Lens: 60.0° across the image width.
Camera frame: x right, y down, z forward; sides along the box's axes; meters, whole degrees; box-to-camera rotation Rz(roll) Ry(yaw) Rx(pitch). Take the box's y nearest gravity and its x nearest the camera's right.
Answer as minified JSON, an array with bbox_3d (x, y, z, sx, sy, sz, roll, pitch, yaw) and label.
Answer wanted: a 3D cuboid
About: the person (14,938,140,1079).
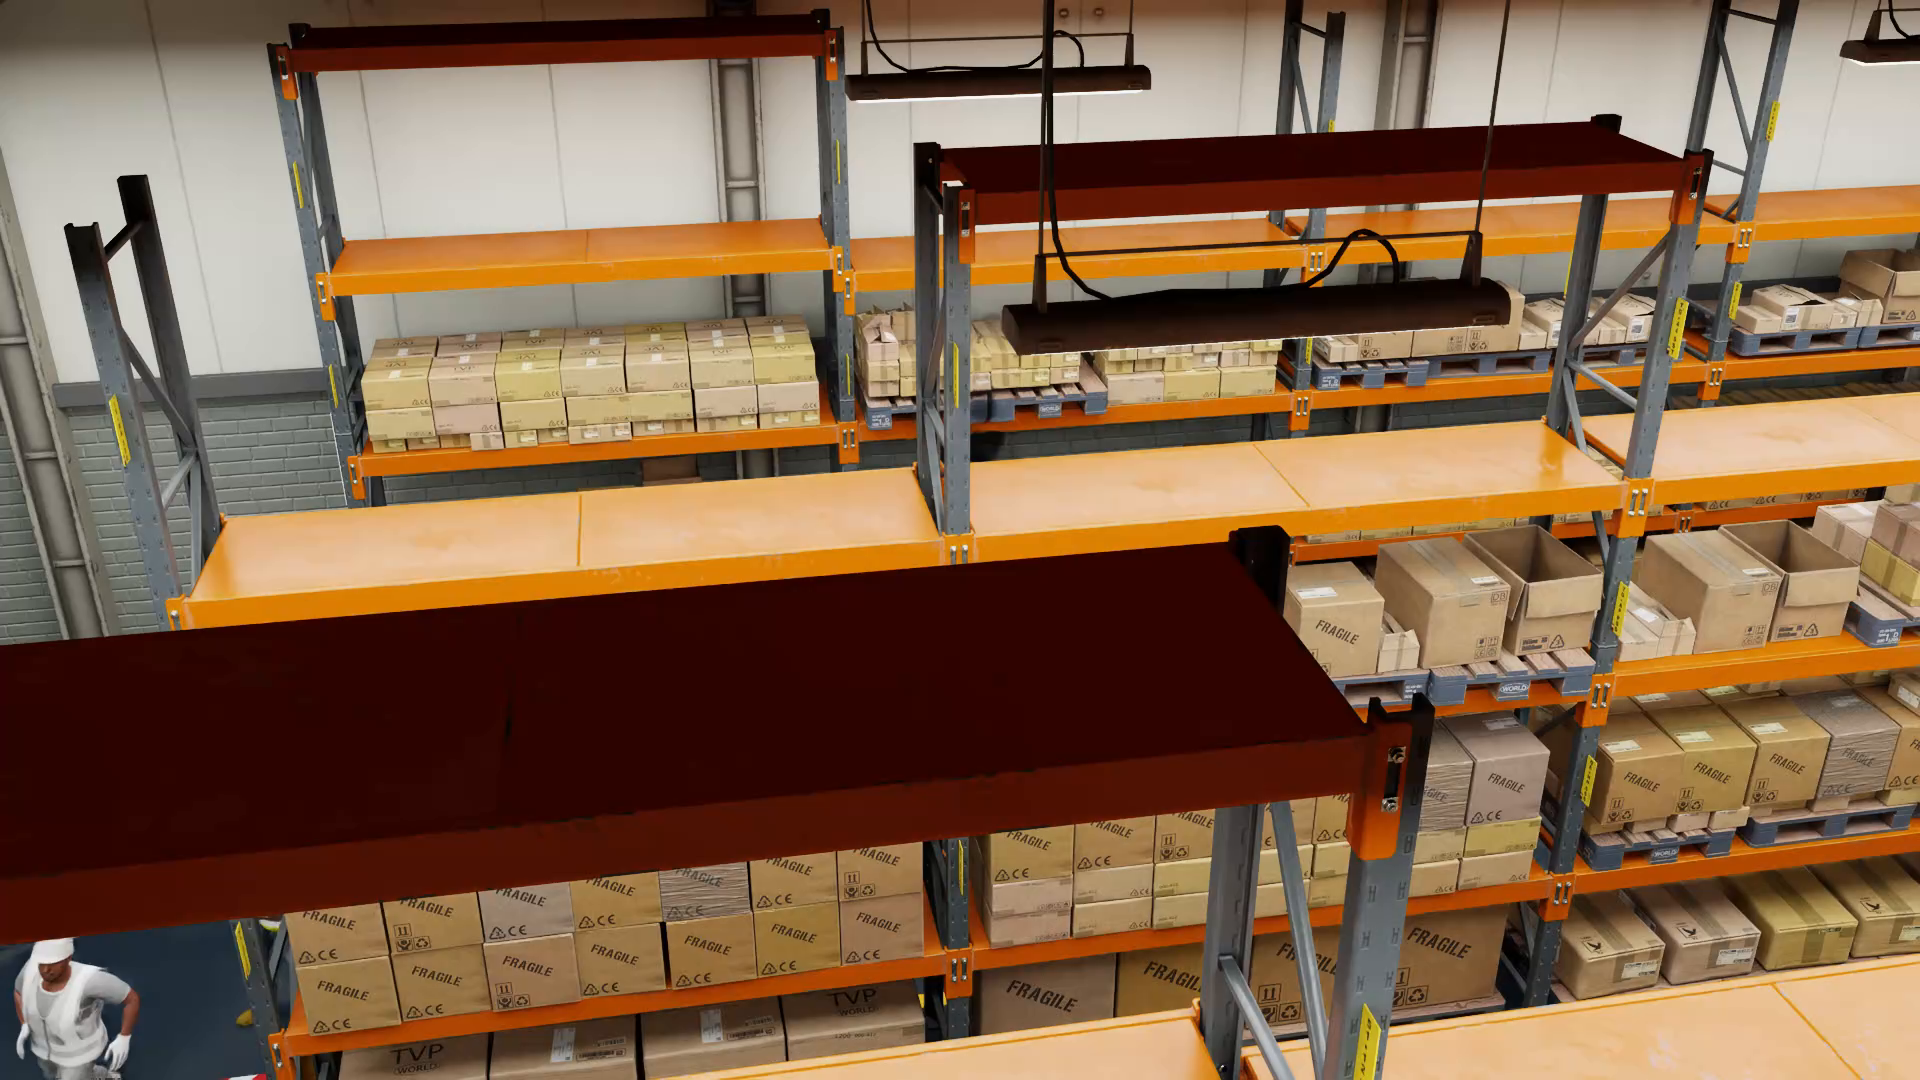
[{"bbox_3d":[-5.281,3.038,9.935,0.748,1.757,0.930,6,27,13],"label":"person"}]

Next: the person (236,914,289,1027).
[{"bbox_3d":[-4.519,2.507,11.108,0.822,1.784,0.701,-18,31,-32],"label":"person"}]
